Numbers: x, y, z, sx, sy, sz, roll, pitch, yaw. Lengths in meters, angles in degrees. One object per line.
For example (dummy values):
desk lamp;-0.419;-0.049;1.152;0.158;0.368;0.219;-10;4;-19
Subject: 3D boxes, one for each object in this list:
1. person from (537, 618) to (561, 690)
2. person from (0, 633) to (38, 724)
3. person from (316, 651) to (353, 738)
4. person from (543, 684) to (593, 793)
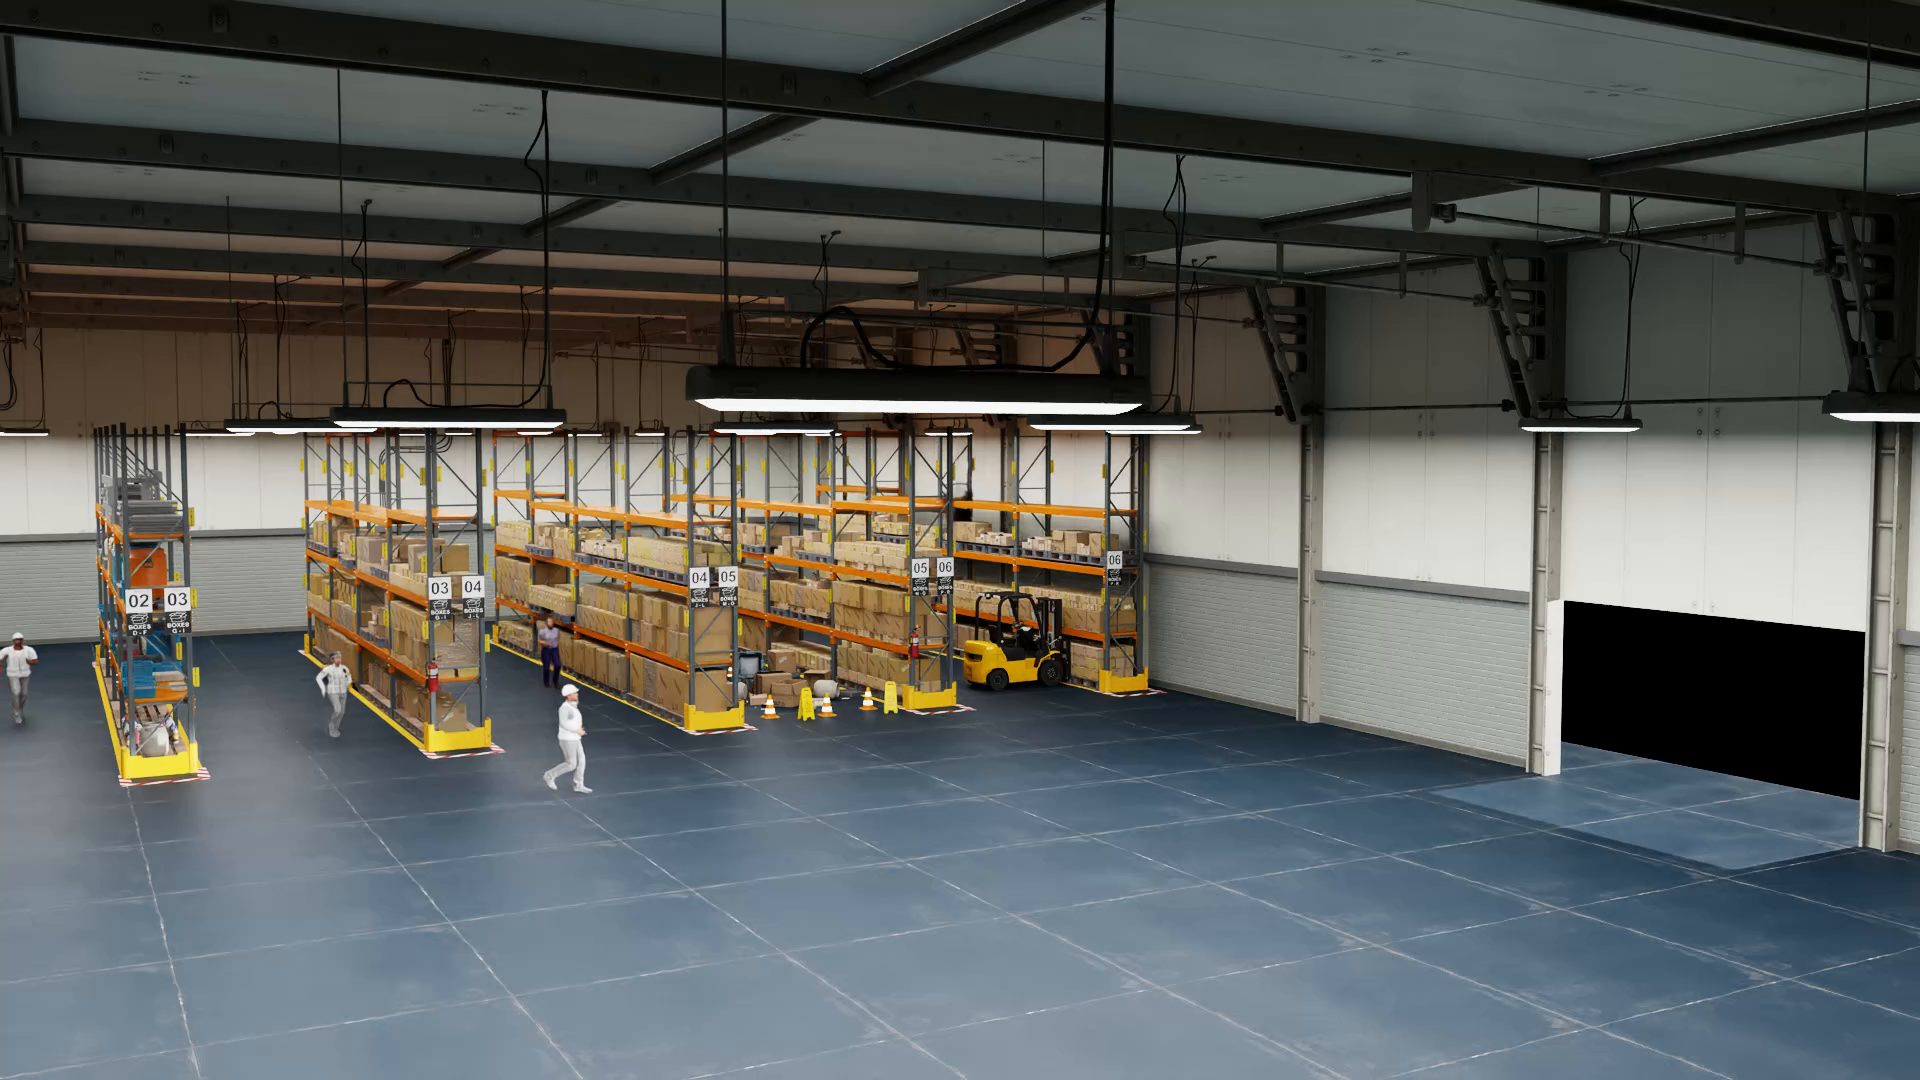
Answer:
person;-9.388;2.618;38.081;0.590;1.668;0.703;-2;4;-28
person;-19.104;2.786;33.754;0.677;1.821;0.820;-3;5;-43
person;-11.897;2.950;31.788;0.647;1.674;0.587;3;5;43
person;-6.352;3.219;26.928;0.772;1.774;0.684;0;3;-1
